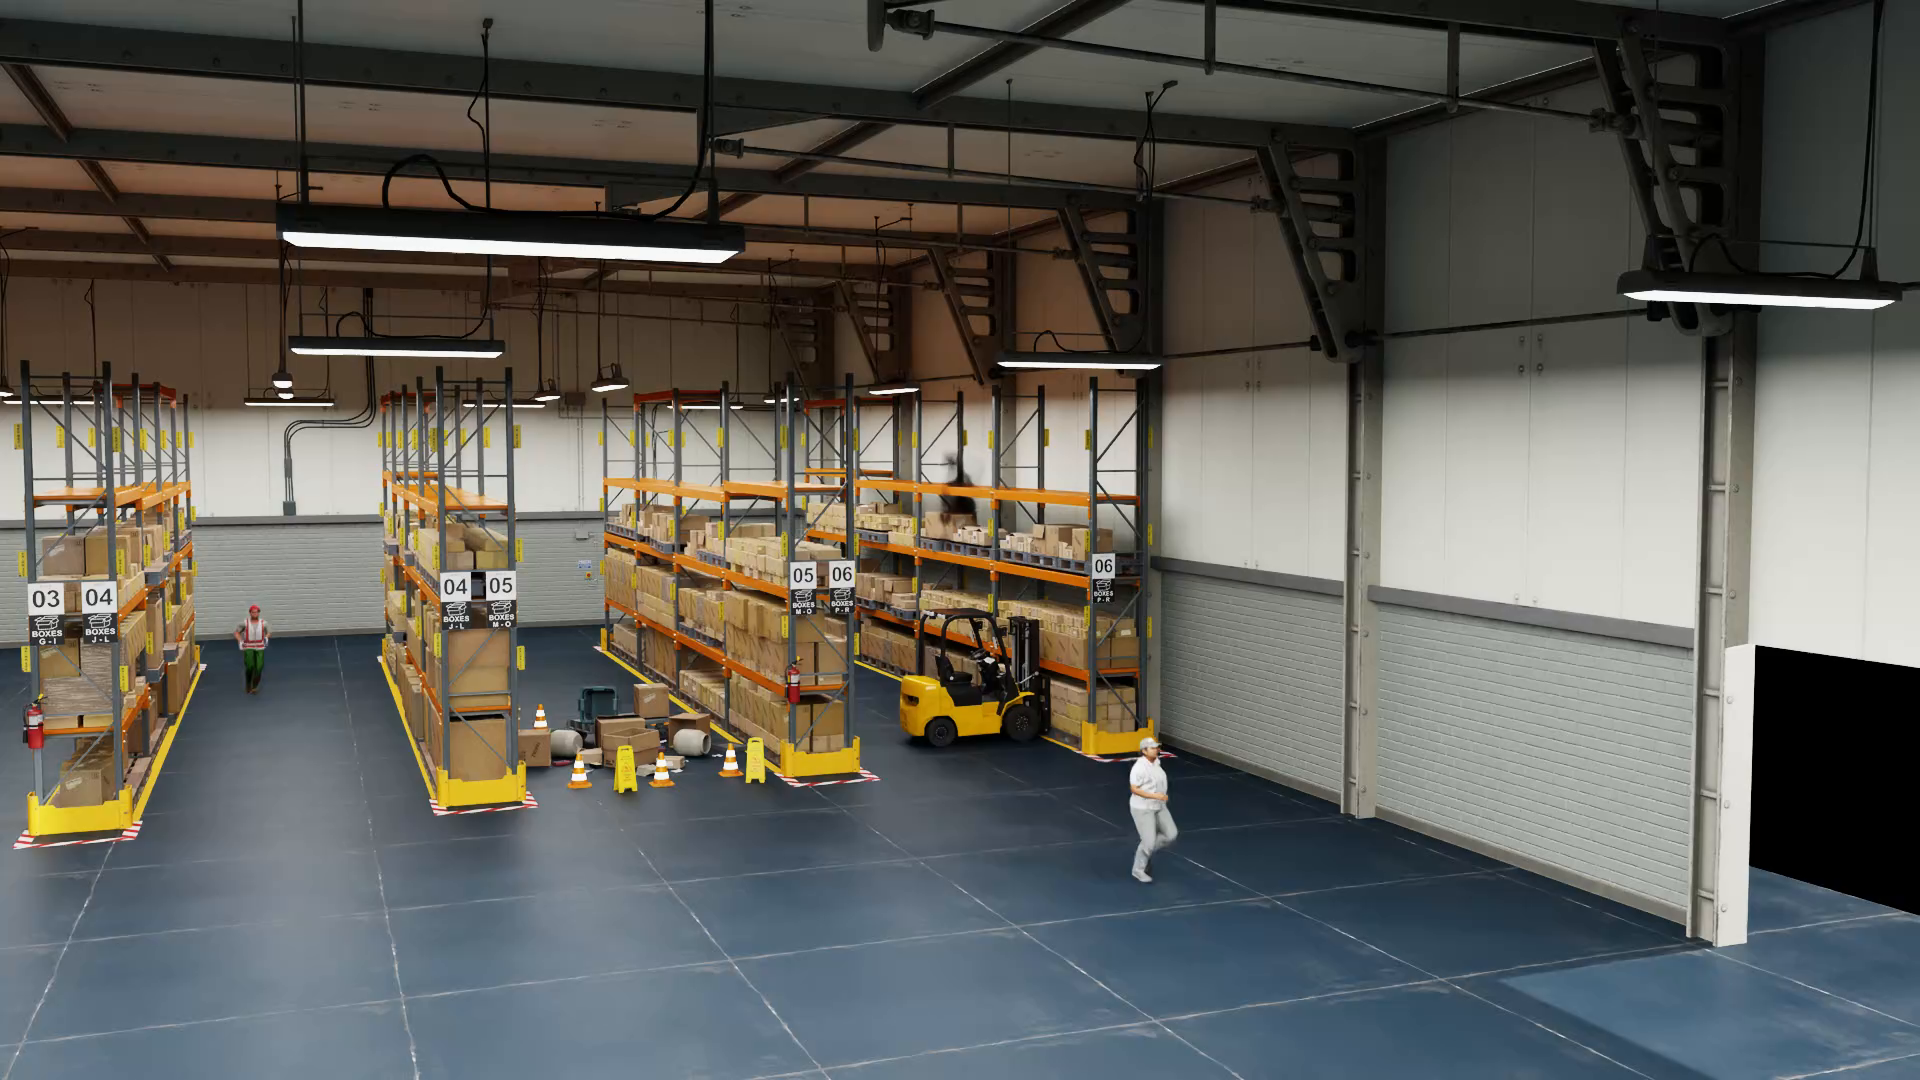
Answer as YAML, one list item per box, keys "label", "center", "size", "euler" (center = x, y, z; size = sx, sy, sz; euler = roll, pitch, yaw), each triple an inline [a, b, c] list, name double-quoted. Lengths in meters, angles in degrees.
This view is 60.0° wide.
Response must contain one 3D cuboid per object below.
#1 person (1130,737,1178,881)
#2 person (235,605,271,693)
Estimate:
- label: "person"
  center: [2.190, 3.050, 18.853]
  size: [0.522, 1.637, 0.657]
  euler: [3, 4, 40]
- label: "person"
  center: [-13.839, 2.149, 32.627]
  size: [0.633, 1.741, 0.620]
  euler: [-2, 4, -32]
